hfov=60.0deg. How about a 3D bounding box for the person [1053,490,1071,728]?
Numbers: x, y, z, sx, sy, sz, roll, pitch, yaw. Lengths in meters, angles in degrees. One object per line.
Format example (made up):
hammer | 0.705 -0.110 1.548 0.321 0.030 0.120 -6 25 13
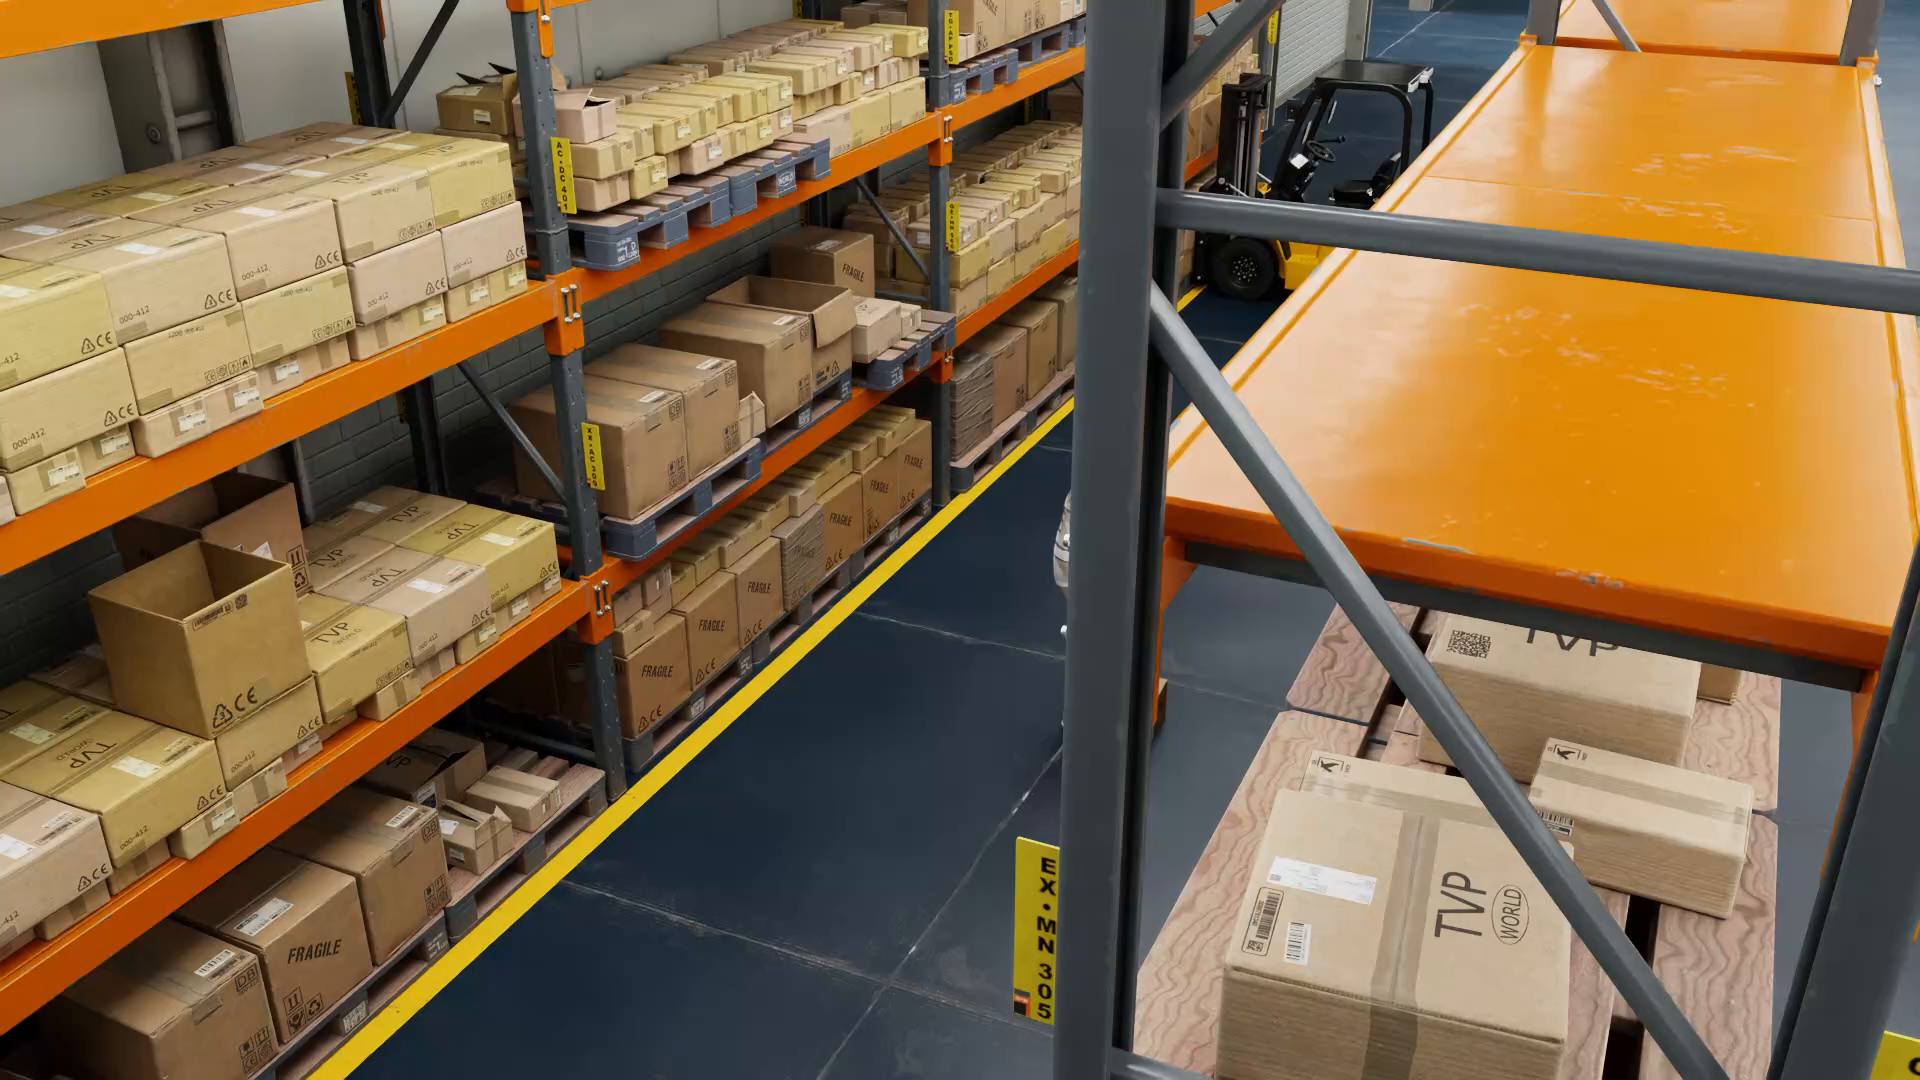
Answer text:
person | 0.740 0.200 9.010 0.435 1.749 0.585 11 28 22
